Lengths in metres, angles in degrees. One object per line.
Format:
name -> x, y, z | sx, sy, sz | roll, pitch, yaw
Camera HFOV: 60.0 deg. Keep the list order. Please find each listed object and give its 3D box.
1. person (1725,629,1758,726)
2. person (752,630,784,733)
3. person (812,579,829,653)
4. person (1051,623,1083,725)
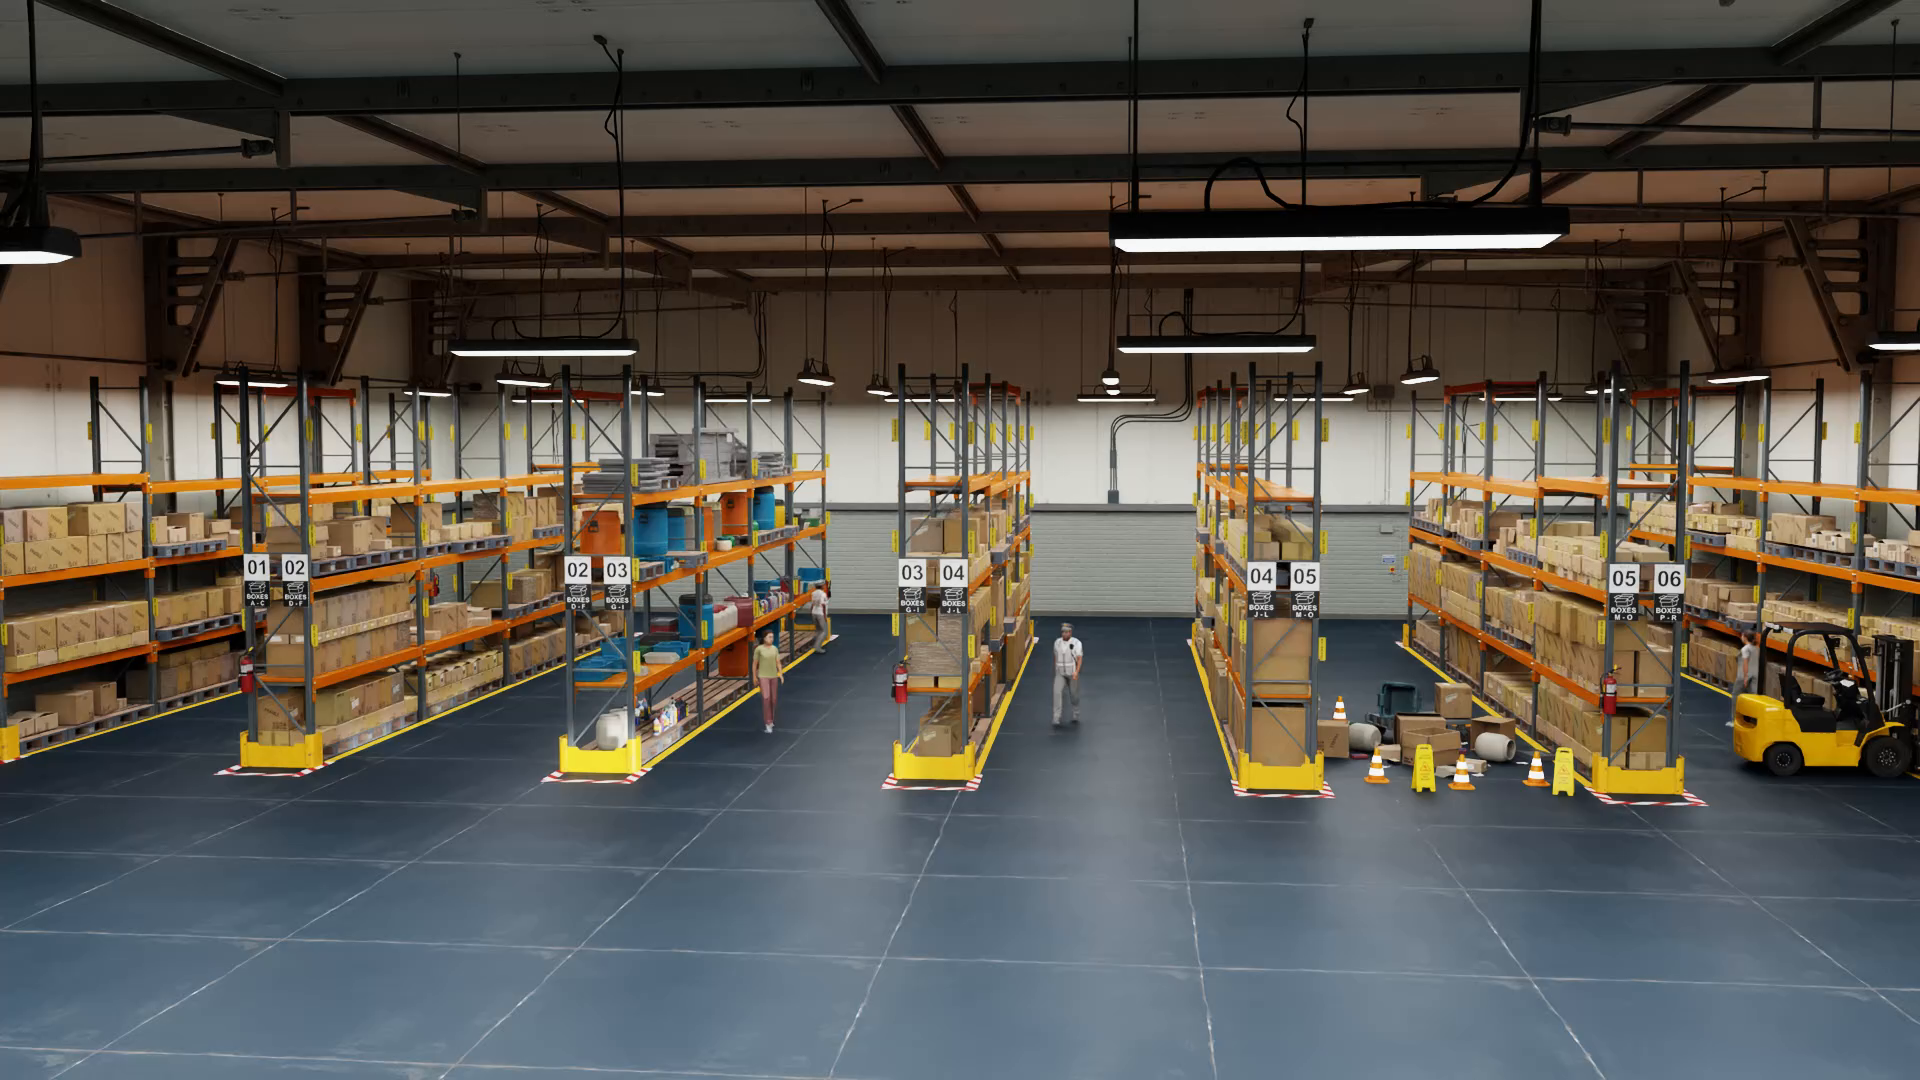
person -> 13.422, 2.376, 28.299 | 0.439, 1.697, 0.683 | -1, 4, -8
person -> -3.201, 2.507, 28.136 | 0.470, 1.435, 0.673 | -2, 4, -30
person -> -3.227, 1.735, 37.933 | 0.490, 1.679, 0.504 | -3, 5, -43
person -> 1.830, 2.285, 28.617 | 0.550, 1.707, 0.991 | 1, 4, 18
